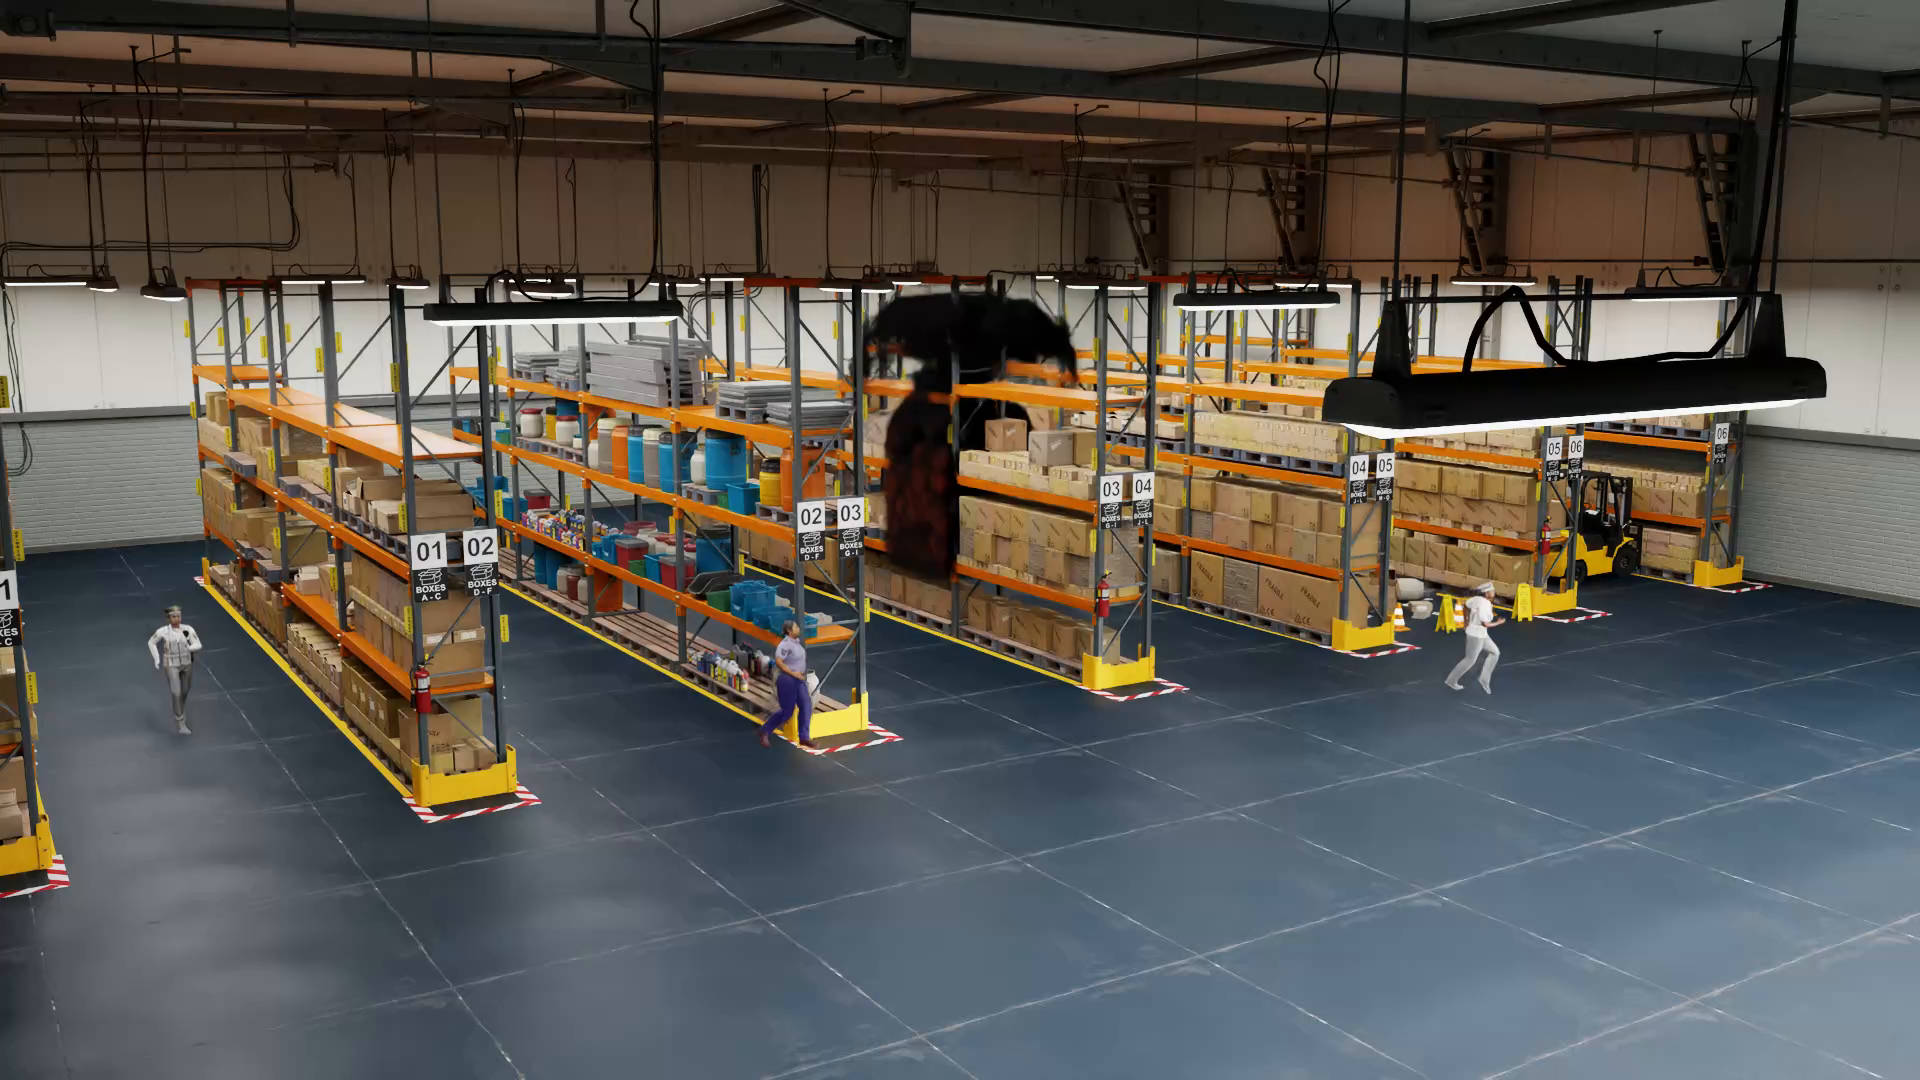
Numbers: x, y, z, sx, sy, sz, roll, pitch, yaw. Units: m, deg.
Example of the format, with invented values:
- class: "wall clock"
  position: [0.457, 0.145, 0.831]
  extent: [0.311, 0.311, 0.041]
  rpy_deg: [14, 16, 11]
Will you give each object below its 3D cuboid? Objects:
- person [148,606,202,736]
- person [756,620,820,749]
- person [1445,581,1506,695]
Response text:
- class: "person"
  position: [-10.599, 1.720, 22.545]
  extent: [0.599, 1.708, 0.878]
  rpy_deg: [-8, 13, -40]
- class: "person"
  position: [-2.143, 1.828, 21.264]
  extent: [0.826, 1.621, 0.669]
  rpy_deg: [2, 10, 14]
- class: "person"
  position: [7.587, 1.435, 24.457]
  extent: [0.822, 1.711, 0.600]
  rpy_deg: [2, 10, 14]
